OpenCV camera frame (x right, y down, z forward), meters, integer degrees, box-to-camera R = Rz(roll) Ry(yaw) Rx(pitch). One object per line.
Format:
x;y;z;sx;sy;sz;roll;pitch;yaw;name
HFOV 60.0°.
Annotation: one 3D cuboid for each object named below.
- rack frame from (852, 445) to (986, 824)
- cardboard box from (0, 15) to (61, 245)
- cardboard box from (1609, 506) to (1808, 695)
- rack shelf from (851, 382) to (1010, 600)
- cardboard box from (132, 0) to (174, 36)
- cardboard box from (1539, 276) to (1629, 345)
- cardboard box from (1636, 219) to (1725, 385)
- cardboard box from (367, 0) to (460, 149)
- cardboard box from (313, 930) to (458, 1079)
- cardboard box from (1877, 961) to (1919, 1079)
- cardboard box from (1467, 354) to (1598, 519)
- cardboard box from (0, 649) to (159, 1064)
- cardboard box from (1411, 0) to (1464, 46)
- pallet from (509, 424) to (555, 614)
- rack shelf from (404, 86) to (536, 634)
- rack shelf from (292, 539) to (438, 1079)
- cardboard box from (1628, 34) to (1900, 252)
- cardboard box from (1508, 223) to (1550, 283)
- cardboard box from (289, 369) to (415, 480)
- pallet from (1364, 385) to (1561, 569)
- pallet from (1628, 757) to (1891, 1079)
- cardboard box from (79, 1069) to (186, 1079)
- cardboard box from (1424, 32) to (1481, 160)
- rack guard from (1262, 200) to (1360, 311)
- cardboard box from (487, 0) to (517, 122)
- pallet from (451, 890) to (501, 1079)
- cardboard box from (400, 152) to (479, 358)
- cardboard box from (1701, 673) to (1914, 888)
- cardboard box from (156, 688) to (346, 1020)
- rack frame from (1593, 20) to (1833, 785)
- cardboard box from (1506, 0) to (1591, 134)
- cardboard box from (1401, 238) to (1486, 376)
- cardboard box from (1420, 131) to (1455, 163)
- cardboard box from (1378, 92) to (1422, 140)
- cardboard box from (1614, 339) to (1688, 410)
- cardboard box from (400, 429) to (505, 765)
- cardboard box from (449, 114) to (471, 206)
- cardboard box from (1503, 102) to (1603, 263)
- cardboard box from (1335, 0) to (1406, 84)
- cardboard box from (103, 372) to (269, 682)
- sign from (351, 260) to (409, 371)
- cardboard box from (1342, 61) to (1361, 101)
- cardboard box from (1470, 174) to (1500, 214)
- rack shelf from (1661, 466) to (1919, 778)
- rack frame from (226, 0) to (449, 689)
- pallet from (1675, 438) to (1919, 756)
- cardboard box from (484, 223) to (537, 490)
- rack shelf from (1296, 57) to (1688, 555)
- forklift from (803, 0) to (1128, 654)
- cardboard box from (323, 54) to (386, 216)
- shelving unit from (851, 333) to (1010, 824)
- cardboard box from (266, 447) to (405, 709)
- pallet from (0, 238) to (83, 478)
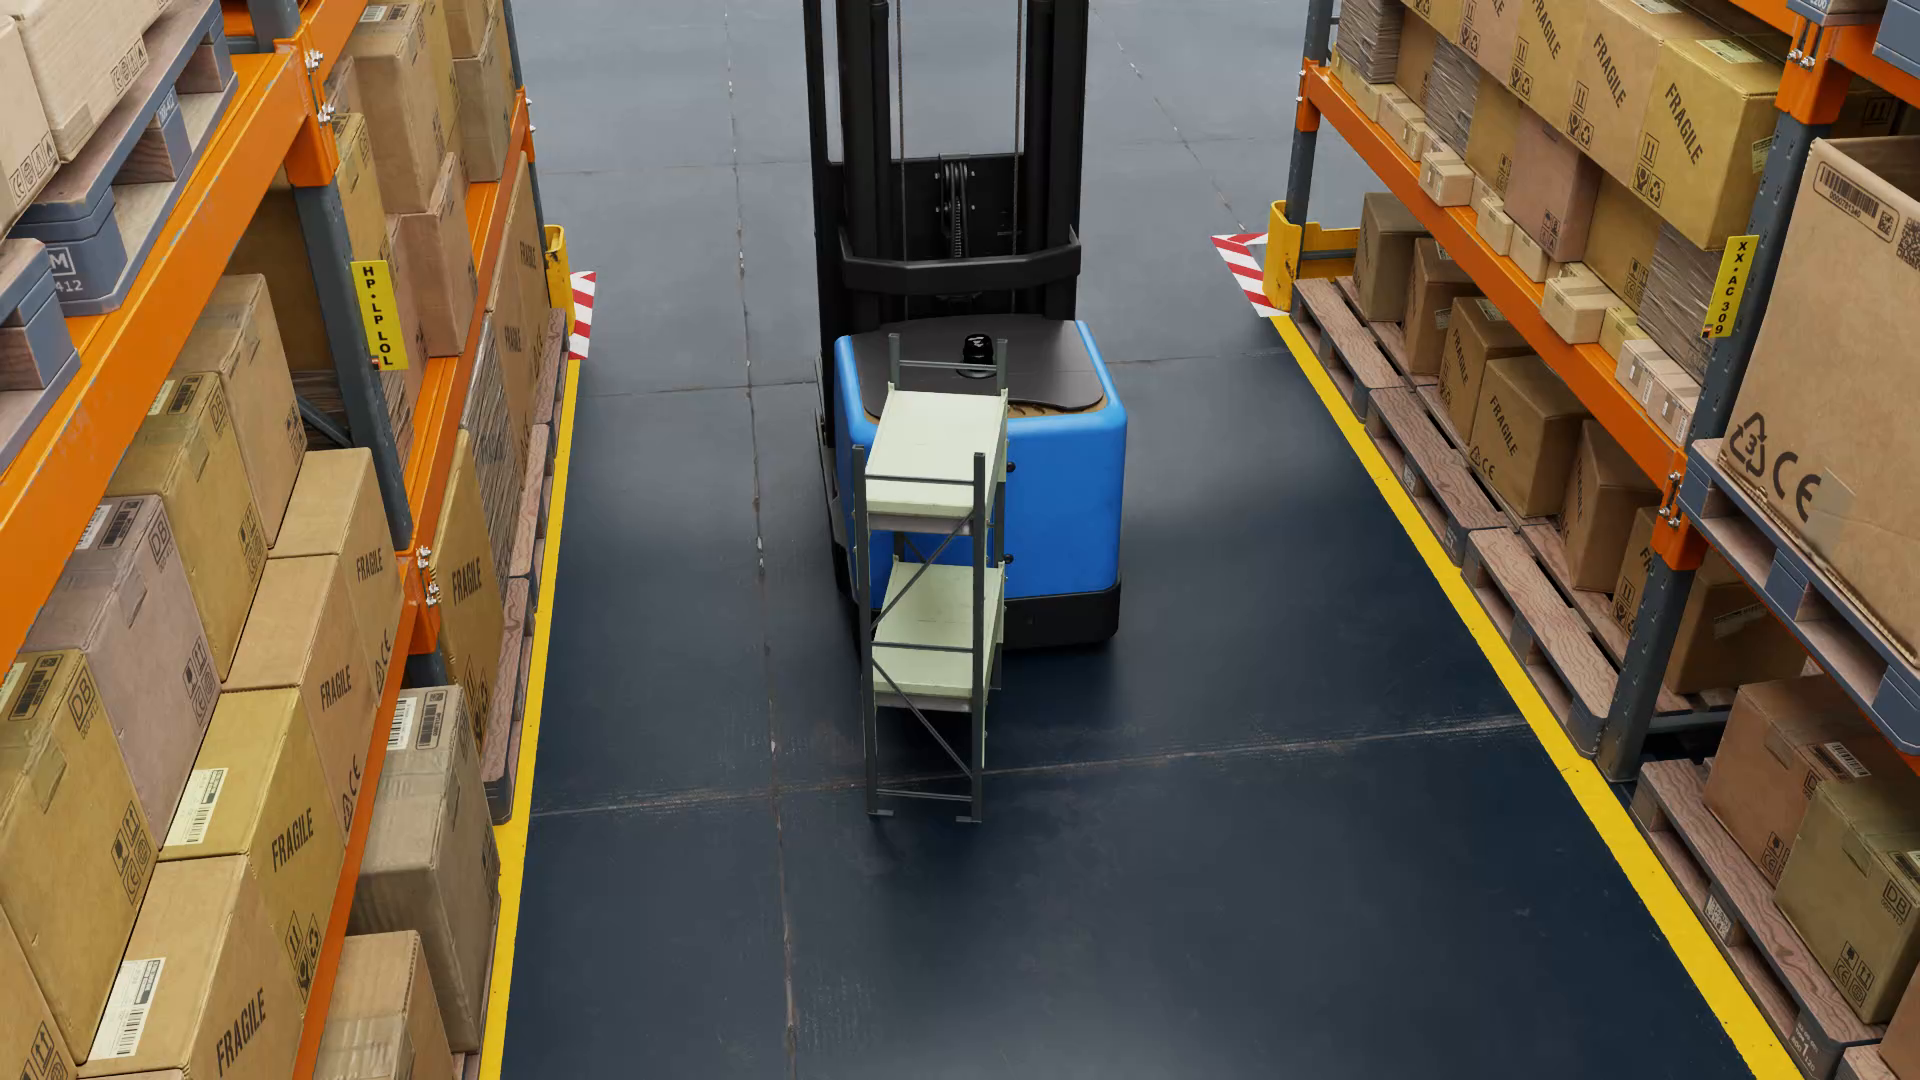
-0.123;0.351;5.403;0.400;1.500;0.023;4;34;5;rack frame
-1.661;-0.571;2.377;0.500;0.311;0.500;-6;35;-8;cardboard box
2.799;0.199;6.141;0.500;0.500;0.500;-5;35;-8;cardboard box
-0.082;-0.176;5.483;0.431;0.370;0.720;4;34;5;rack shelf
-1.862;-1.125;3.245;0.500;0.250;0.500;-4;34;-6;cardboard box
2.351;-0.843;6.046;0.380;0.149;0.250;-4;35;-6;cardboard box
2.814;-0.854;5.486;0.875;0.500;0.500;-4;35;-6;cardboard box
-2.335;-1.736;6.042;0.875;0.550;0.500;-4;35;-6;cardboard box
-1.817;1.520;3.981;1.050;0.750;0.750;-4;35;-6;cardboard box
2.996;1.341;4.447;0.700;0.500;0.500;-7;35;-10;cardboard box
2.553;-0.460;7.108;0.500;0.500;0.500;-7;35;-11;cardboard box
-1.837;0.558;2.790;0.700;0.500;0.500;-5;35;-7;cardboard box
2.208;-2.357;6.805;0.500;0.500;0.500;-4;35;-6;cardboard box
-2.307;-0.075;7.172;1.003;0.211;1.213;-4;35;-6;pallet
-2.384;-0.933;6.595;1.077;0.370;4.000;-4;35;-6;rack shelf
-1.846;1.299;3.319;1.077;0.370;4.000;-4;35;-6;rack shelf
2.480;-1.241;5.167;0.500;0.500;0.500;-4;35;-6;cardboard box
2.374;-1.129;6.466;0.380;0.149;0.250;-4;35;-6;cardboard box
-2.177;-0.381;5.013;0.875;0.550;0.550;-4;35;-6;cardboard box
2.521;-0.336;7.555;1.003;0.211;1.213;-4;35;-6;pallet
2.920;1.153;5.371;1.003;0.211;1.213;-4;35;-6;pallet
-1.509;1.240;2.678;0.500;0.500;0.500;-4;35;-6;cardboard box
2.533;-1.969;7.123;0.875;0.500;0.500;-4;35;-6;cardboard box
2.286;-1.591;9.140;1.175;0.500;0.348;-4;35;-6;rack guard
-2.558;-2.205;7.689;0.875;0.550;0.550;-4;35;-6;cardboard box
-1.937;1.463;4.916;1.003;0.211;1.213;-4;35;-6;pallet
-2.229;-0.997;5.916;0.875;0.550;0.550;-4;35;-6;cardboard box
2.875;0.762;5.298;0.700;0.500;0.500;-7;35;-10;cardboard box
-1.644;0.679;3.501;0.500;0.500;0.500;-4;34;-6;cardboard box
2.813;-0.434;5.223;1.000;3.000;0.127;-4;35;-6;rack frame
2.345;-1.799;5.986;0.500;0.500;0.500;-4;35;-6;cardboard box
2.457;-1.126;8.085;0.500;0.500;0.500;4;35;6;cardboard box
2.252;-1.688;7.286;0.380;0.149;0.250;-4;35;-6;cardboard box
2.165;-1.965;7.694;0.380;0.149;0.250;-4;35;-6;cardboard box
2.469;-0.568;5.643;0.380;0.149;0.250;-4;35;-6;cardboard box
-2.130;0.234;5.757;0.875;0.875;0.875;-4;34;-6;cardboard box
-2.512;-1.578;6.768;0.875;0.550;0.550;-4;35;-6;cardboard box
2.615;-1.407;6.298;0.875;0.500;0.500;-4;35;-6;cardboard box
2.322;-2.521;7.933;0.875;0.500;0.500;-4;35;-6;cardboard box
-1.971;-0.005;3.618;0.700;0.500;0.500;-5;35;-7;cardboard box
-1.579;-0.607;4.519;0.100;0.325;0.005;-4;35;-6;sign
2.092;-2.244;8.102;0.380;0.149;0.250;-4;35;-6;cardboard box
2.348;-1.411;6.880;0.380;0.149;0.250;-4;35;-6;cardboard box
3.082;0.980;3.788;1.077;0.370;4.000;-4;35;-6;rack shelf
-2.115;-0.115;4.754;1.000;3.000;0.127;-4;35;-6;rack frame
2.772;0.083;4.635;1.003;0.211;1.213;-4;35;-6;pallet
-2.376;-0.778;7.242;0.875;0.875;0.875;-5;35;-7;cardboard box
2.544;-1.253;7.063;1.077;0.370;4.000;-4;35;-6;rack shelf
-0.087;-1.562;6.940;1.130;2.935;3.031;-5;35;-7;forklift
-2.320;-1.129;5.151;0.875;0.550;0.550;-4;35;-6;cardboard box
-0.082;0.147;5.703;0.431;1.500;0.755;4;34;5;shelving unit
-1.780;0.115;4.329;0.500;0.500;0.500;-5;35;-7;cardboard box
-1.870;-0.023;2.124;1.003;0.211;1.213;-3;34;-4;pallet
